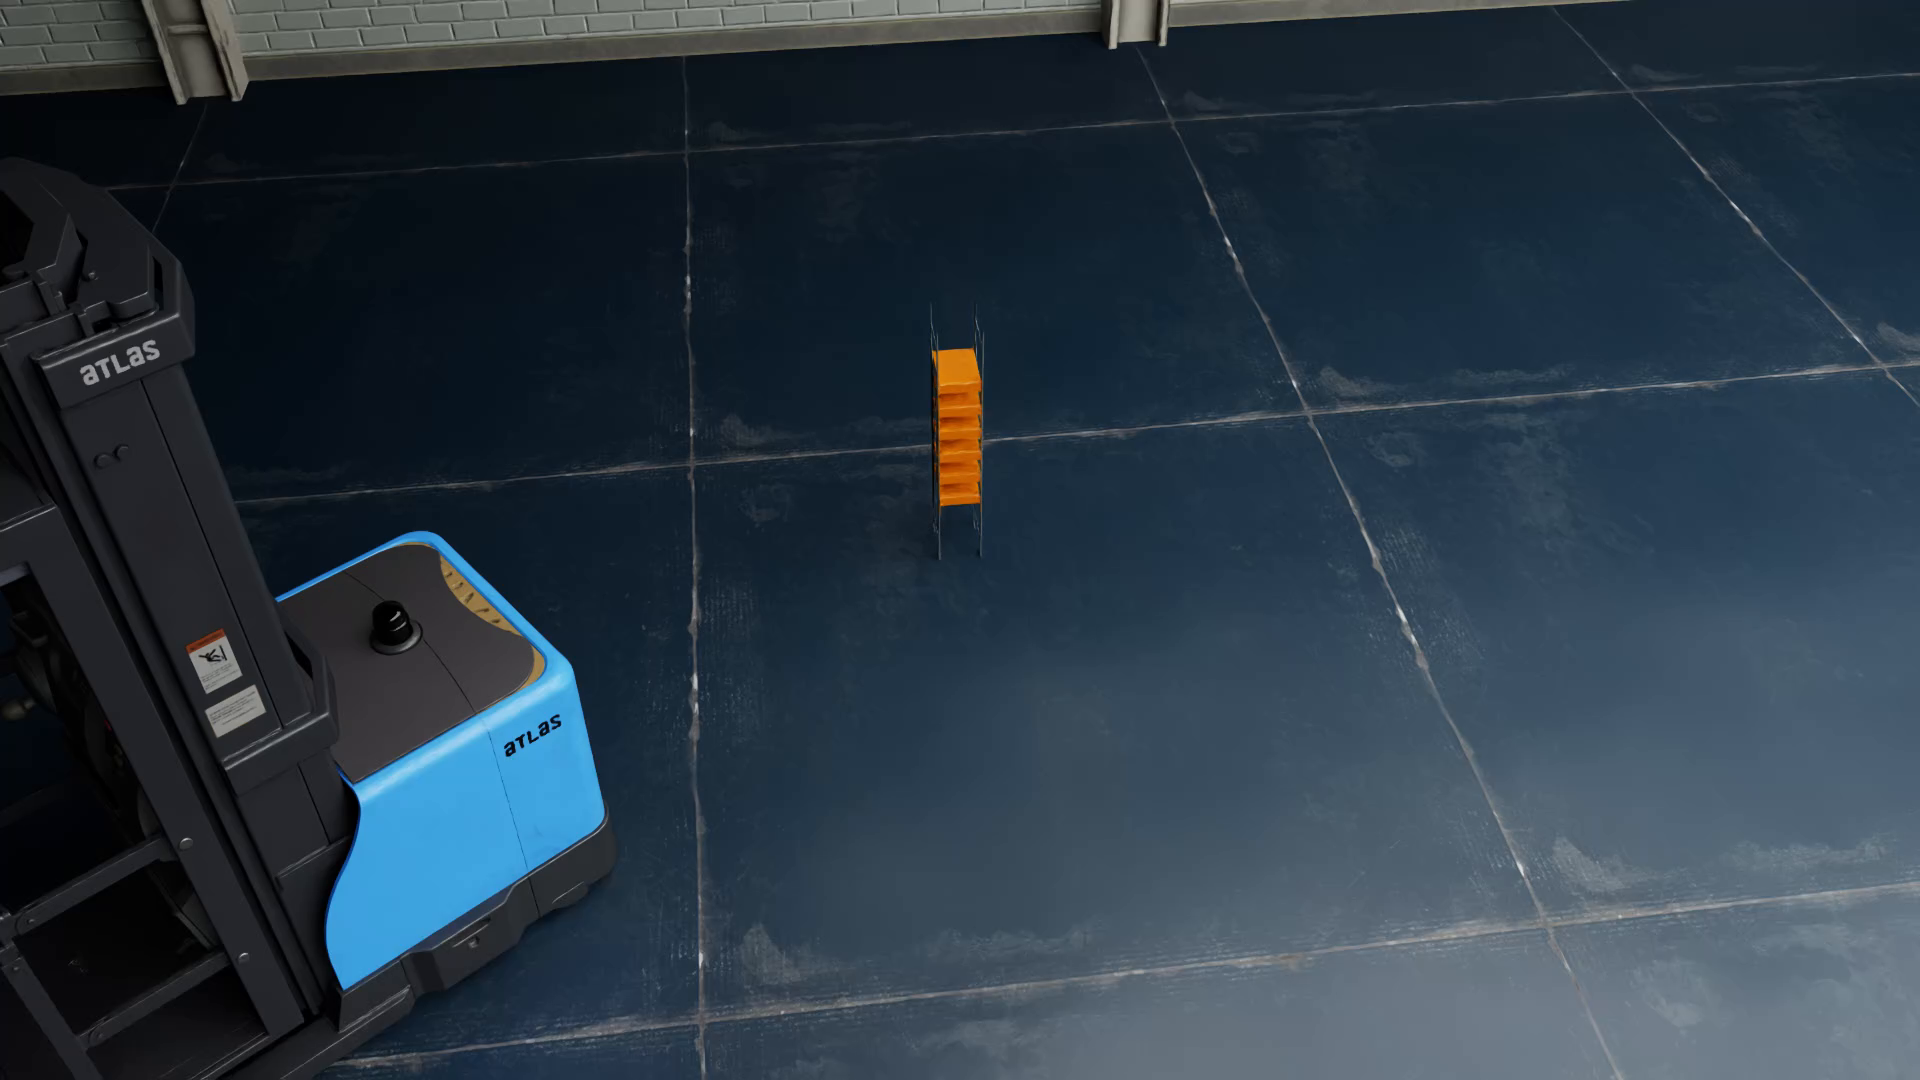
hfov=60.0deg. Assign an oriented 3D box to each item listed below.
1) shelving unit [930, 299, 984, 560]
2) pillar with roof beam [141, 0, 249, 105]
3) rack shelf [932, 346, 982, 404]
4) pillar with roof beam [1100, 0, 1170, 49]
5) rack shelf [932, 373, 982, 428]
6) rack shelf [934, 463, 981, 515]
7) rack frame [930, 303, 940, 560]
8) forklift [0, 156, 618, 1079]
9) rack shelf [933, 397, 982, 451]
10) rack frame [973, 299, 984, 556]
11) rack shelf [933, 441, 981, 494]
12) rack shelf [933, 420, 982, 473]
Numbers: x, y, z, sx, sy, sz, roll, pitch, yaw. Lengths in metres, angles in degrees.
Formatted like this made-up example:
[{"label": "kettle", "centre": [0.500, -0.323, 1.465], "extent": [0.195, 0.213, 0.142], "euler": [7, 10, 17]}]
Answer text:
[{"label": "shelving unit", "centre": [-0.014, -0.444, 7.062], "extent": [0.189, 1.200, 0.258], "euler": [-5, 42, -6]}, {"label": "pillar with roof beam", "centre": [-4.225, -3.357, 4.468], "extent": [0.400, 9.000, 9.100], "euler": [-5, 42, -6]}, {"label": "rack shelf", "centre": [-0.014, -0.679, 6.851], "extent": [0.180, 0.103, 0.258], "euler": [-5, 42, -6]}, {"label": "pillar with roof beam", "centre": [1.725, -3.878, 5.045], "extent": [0.400, 9.000, 9.100], "euler": [-5, 42, -6]}, {"label": "rack shelf", "centre": [-0.014, -0.589, 6.931], "extent": [0.180, 0.103, 0.258], "euler": [-5, 42, -6]}, {"label": "rack shelf", "centre": [-0.014, -0.233, 7.252], "extent": [0.180, 0.103, 0.258], "euler": [-5, 42, -6]}, {"label": "rack frame", "centre": [-0.105, -0.436, 7.053], "extent": [0.006, 1.200, 0.240], "euler": [-5, 42, -6]}, {"label": "forklift", "centre": [-2.676, 0.555, 4.661], "extent": [3.031, 2.935, 1.130], "euler": [-32, 51, -30]}, {"label": "rack shelf", "centre": [-0.014, -0.500, 7.011], "extent": [0.180, 0.103, 0.258], "euler": [-5, 42, -6]}, {"label": "rack frame", "centre": [0.076, -0.452, 7.071], "extent": [0.006, 1.200, 0.240], "euler": [-5, 42, -6]}, {"label": "rack shelf", "centre": [-0.014, -0.322, 7.172], "extent": [0.180, 0.103, 0.258], "euler": [-5, 42, -6]}, {"label": "rack shelf", "centre": [-0.014, -0.411, 7.092], "extent": [0.180, 0.103, 0.258], "euler": [-5, 42, -6]}]
